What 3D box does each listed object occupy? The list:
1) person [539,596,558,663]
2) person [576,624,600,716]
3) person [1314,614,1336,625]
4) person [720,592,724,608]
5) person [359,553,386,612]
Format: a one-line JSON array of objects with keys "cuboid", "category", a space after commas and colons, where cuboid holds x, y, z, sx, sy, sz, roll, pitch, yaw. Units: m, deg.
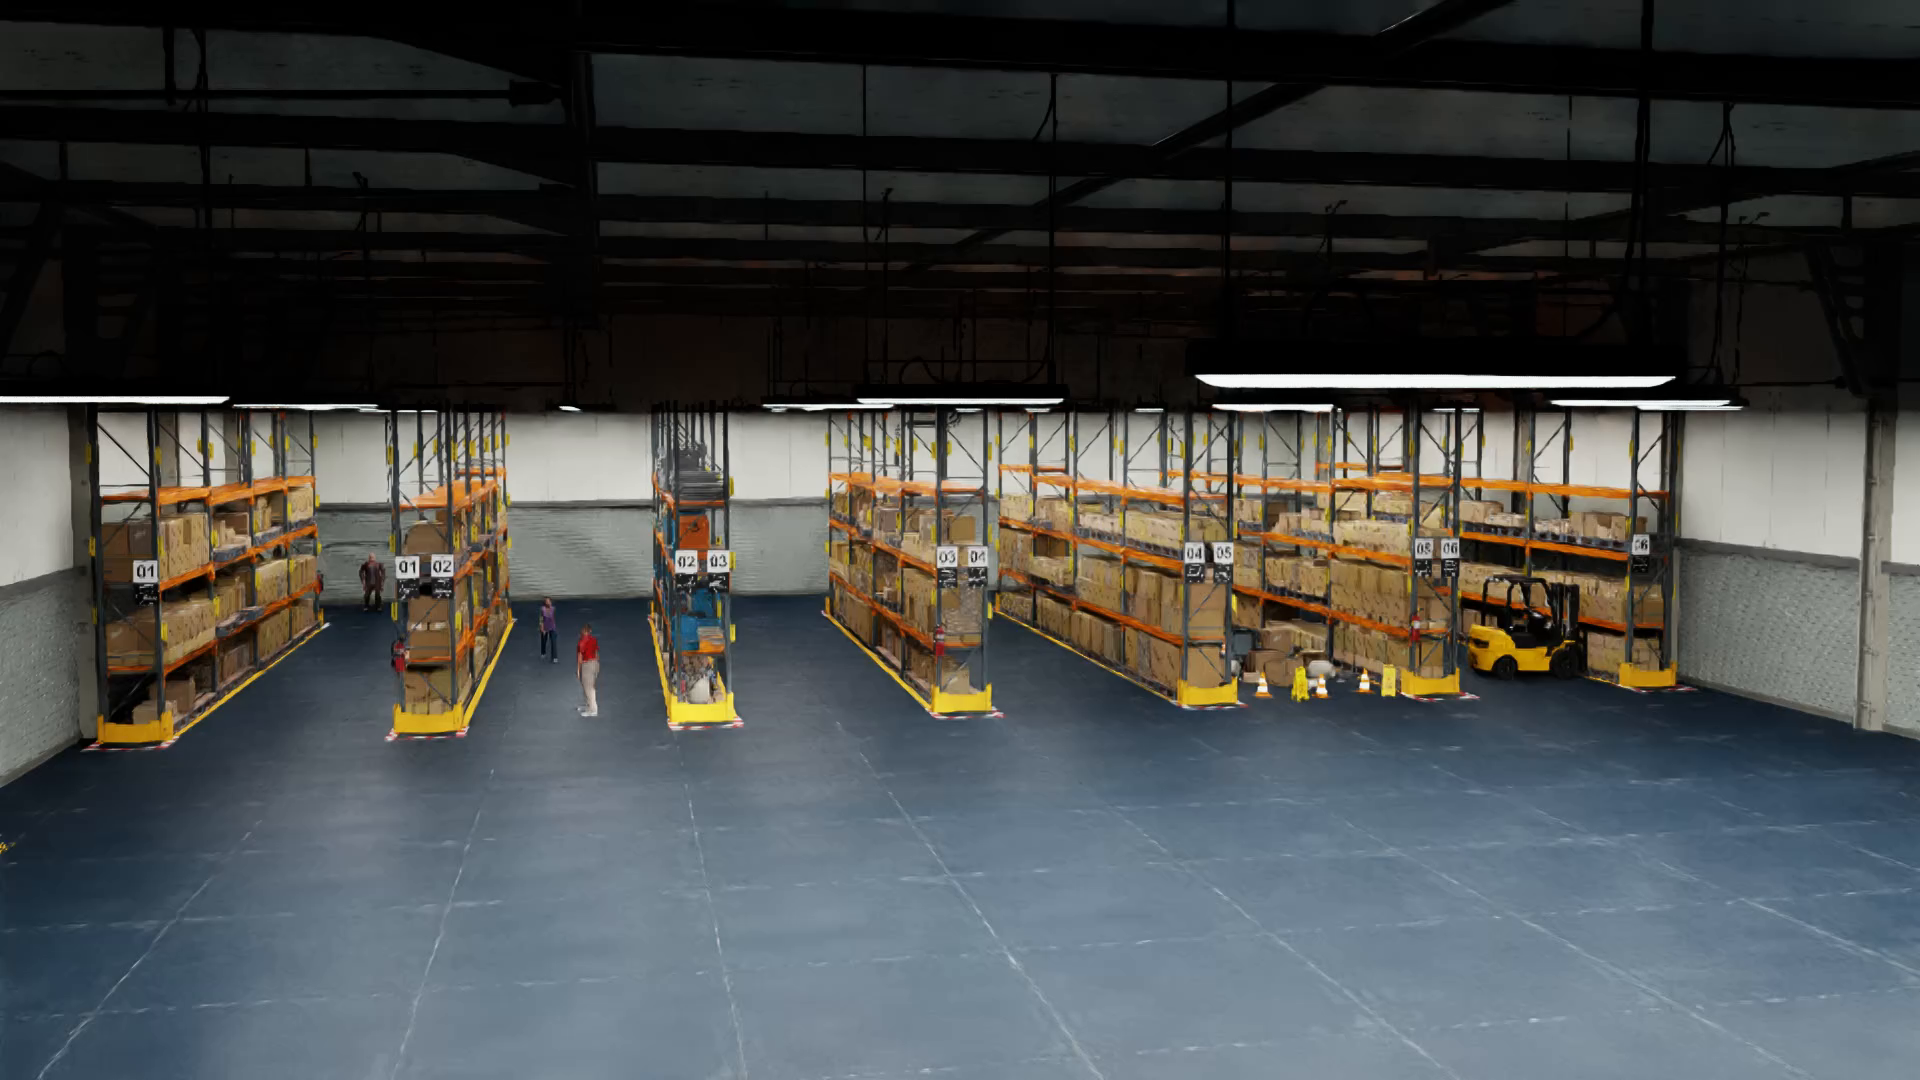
[{"cuboid": [-9.522, 2.051, 38.390, 0.411, 1.534, 0.957, -2, 5, -20], "category": "person"}, {"cuboid": [-7.145, 2.453, 31.775, 0.584, 1.723, 0.653, 1, 5, 17], "category": "person"}, {"cuboid": [9.955, 1.437, 45.309, 0.581, 1.718, 0.641, 1, 4, 13], "category": "person"}, {"cuboid": [-7.334, 1.194, 49.281, 0.481, 1.652, 0.651, 3, 5, 32], "category": "person"}, {"cuboid": [-17.048, 1.226, 48.275, 0.729, 1.733, 0.546, -1, 4, -13], "category": "person"}]
